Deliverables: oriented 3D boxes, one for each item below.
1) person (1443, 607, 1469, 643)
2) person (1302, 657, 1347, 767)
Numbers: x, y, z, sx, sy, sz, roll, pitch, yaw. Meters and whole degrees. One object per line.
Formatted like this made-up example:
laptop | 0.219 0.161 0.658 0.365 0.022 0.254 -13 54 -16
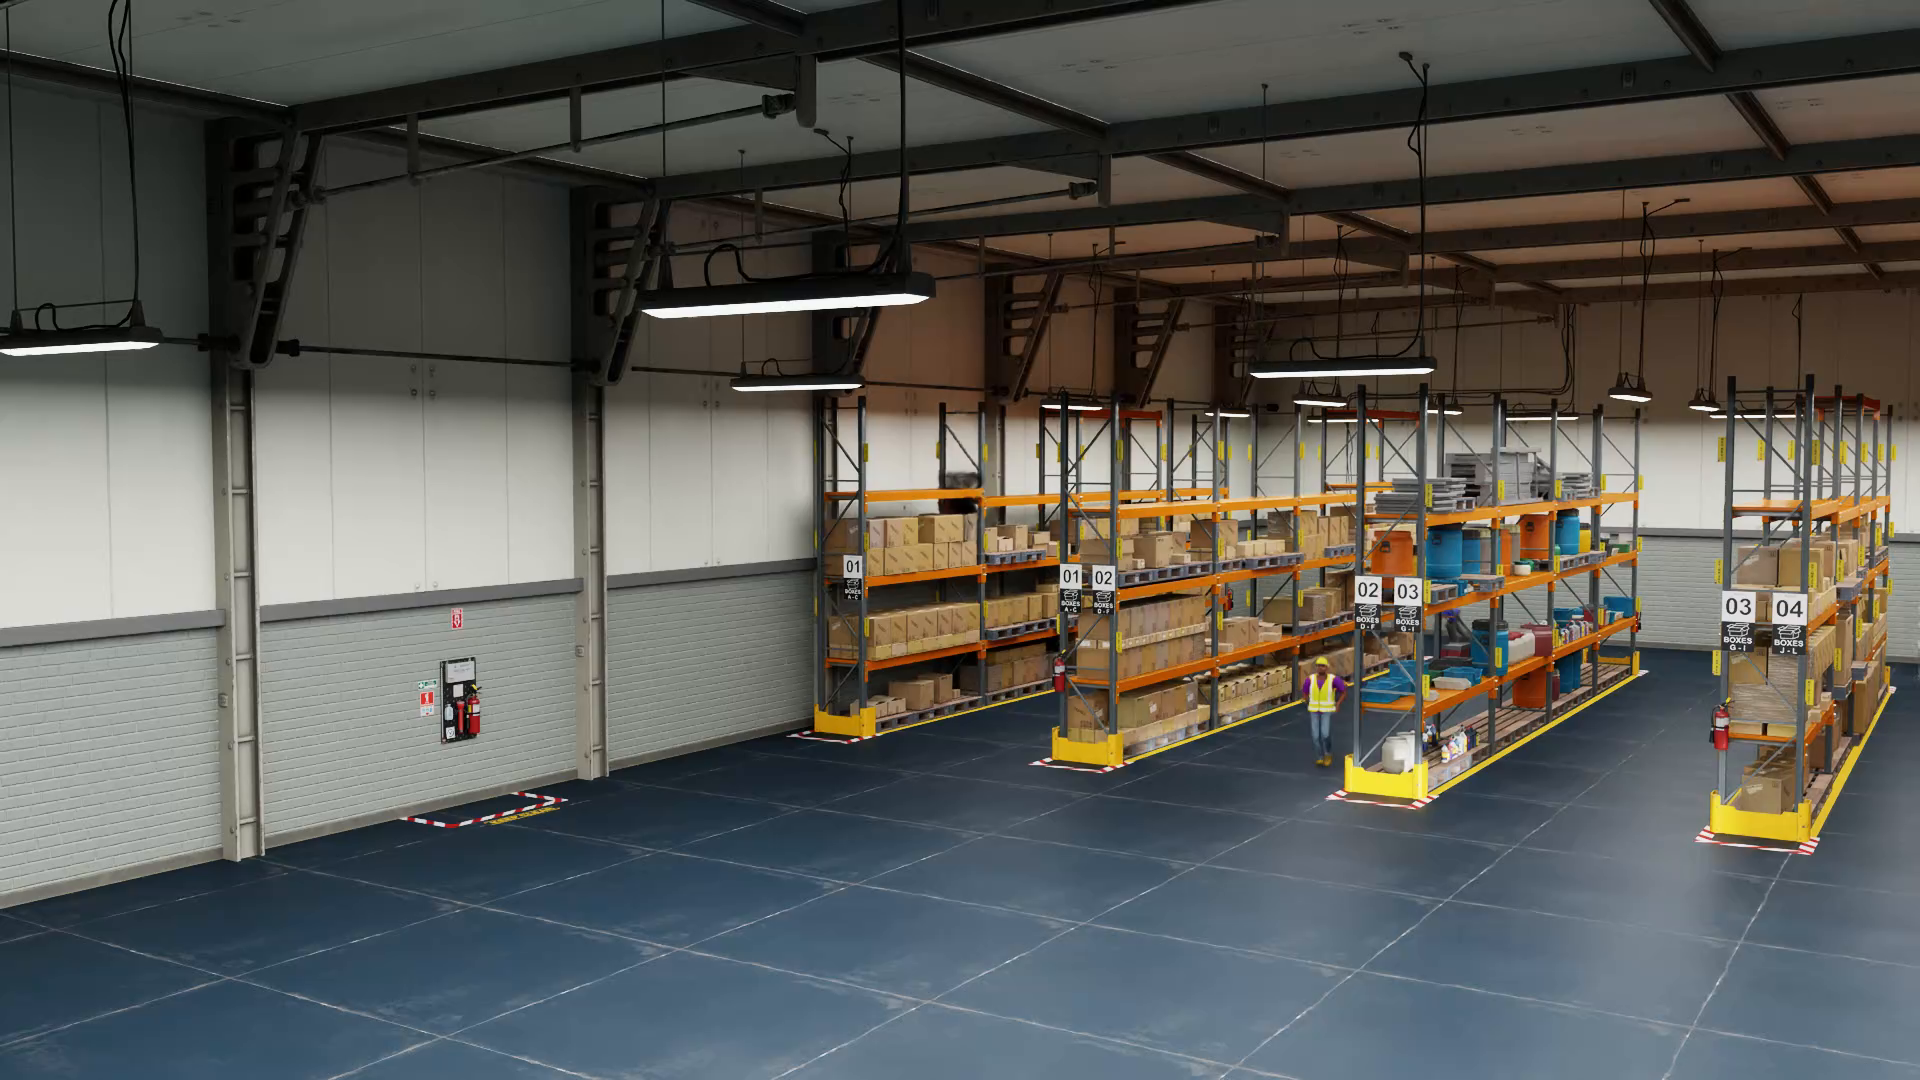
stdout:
person | 12.078 2.089 40.700 0.752 1.615 0.702 -1 3 -23
person | 5.737 2.741 26.392 0.681 1.746 0.622 2 3 27
